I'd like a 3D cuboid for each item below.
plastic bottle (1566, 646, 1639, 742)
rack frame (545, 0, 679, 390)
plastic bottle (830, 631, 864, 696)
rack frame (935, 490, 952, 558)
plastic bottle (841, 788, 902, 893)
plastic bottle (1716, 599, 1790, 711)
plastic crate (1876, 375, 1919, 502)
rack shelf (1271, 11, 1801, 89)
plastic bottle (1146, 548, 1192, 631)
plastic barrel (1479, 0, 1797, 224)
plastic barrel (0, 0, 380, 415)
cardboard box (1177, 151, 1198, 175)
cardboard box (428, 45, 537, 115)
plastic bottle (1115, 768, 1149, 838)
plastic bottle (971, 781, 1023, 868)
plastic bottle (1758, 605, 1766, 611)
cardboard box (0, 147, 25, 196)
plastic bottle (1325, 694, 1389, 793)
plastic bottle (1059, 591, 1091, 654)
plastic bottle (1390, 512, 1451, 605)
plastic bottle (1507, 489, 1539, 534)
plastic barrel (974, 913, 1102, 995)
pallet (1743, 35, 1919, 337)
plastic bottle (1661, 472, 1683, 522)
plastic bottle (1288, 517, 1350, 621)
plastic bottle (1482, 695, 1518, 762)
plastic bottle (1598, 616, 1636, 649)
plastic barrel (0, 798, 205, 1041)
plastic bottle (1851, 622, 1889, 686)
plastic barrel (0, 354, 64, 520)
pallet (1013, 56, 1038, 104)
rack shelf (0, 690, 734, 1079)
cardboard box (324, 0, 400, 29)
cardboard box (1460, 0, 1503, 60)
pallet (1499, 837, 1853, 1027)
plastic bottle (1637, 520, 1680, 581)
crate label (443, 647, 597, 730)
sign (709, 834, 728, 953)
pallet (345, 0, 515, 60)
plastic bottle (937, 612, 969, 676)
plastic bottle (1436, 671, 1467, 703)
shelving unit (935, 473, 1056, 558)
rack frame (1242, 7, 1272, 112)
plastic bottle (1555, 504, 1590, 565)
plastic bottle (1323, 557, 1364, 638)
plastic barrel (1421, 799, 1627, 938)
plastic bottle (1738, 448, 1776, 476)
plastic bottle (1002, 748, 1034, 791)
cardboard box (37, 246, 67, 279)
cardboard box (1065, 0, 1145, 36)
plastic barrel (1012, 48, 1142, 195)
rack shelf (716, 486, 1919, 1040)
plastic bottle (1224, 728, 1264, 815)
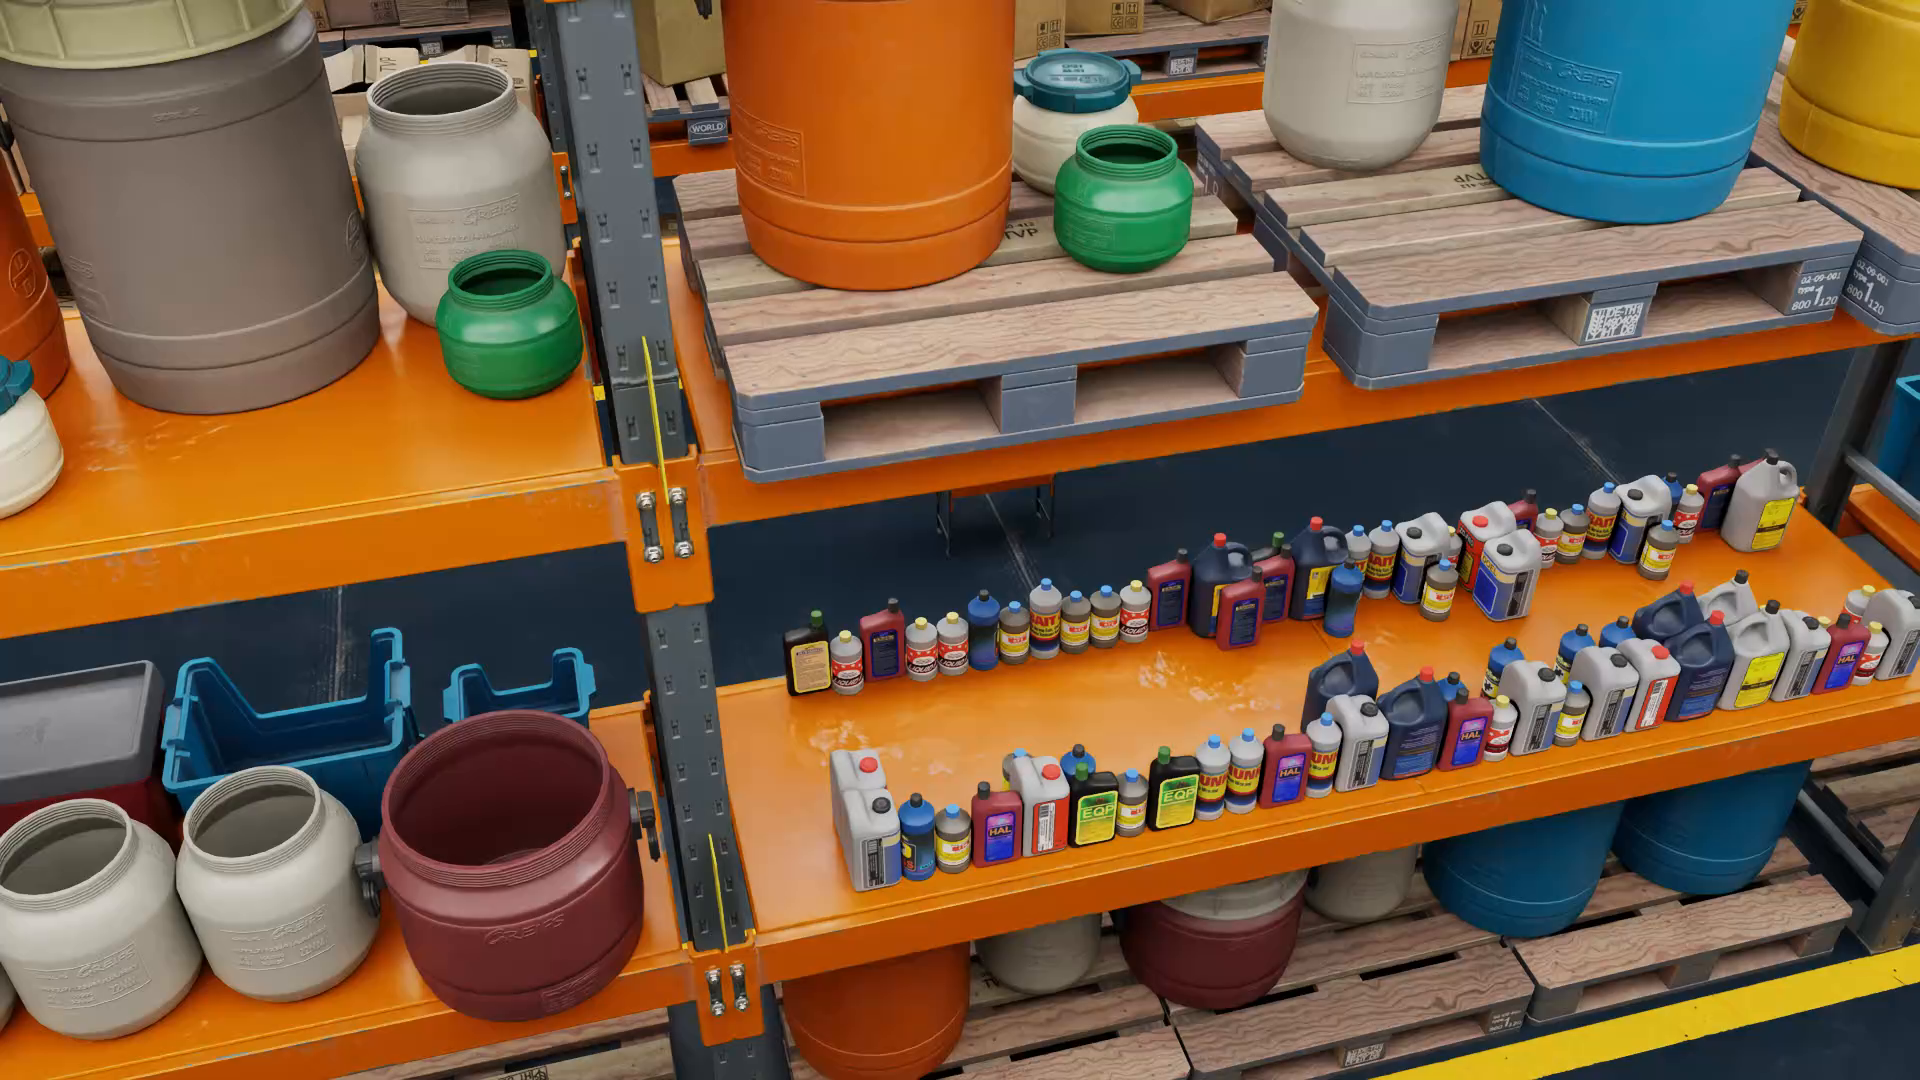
[{"bbox_3d":[1.862,0.428,4.823,0.135,0.276,0.152,-9,38,-12],"label":"plastic bottle"},{"bbox_3d":[-0.734,-1.781,2.672,0.127,3.000,1.000,-9,38,-12],"label":"rack frame"},{"bbox_3d":[-0.339,0.359,4.976,0.097,0.201,0.097,0,37,0],"label":"plastic bottle"},{"bbox_3d":[-0.076,-0.464,7.369,0.015,1.200,0.240,-9,38,-12],"label":"rack frame"},{"bbox_3d":[-0.232,0.772,4.374,0.135,0.276,0.152,-9,38,-12],"label":"plastic bottle"},{"bbox_3d":[2.325,0.325,4.897,0.185,0.351,0.144,-9,38,-12],"label":"plastic bottle"},{"bbox_3d":[3.489,-0.324,5.668,0.575,0.384,0.392,-9,38,-12],"label":"plastic crate"},{"bbox_3d":[3.770,-2.969,9.755,4.000,0.370,1.077,-9,38,-12],"label":"rack shelf"},{"bbox_3d":[0.648,0.153,5.178,0.133,0.283,0.061,-9,38,-12],"label":"plastic bottle"},{"bbox_3d":[1.519,-1.229,3.661,0.708,0.901,0.600,-9,38,-12],"label":"plastic barrel"},{"bbox_3d":[-1.584,-0.786,3.427,0.600,0.901,0.600,0,37,0],"label":"plastic barrel"},{"bbox_3d":[1.438,-1.874,9.426,0.500,0.500,0.500,-10,38,-12],"label":"cardboard box"},{"bbox_3d":[-2.385,-2.237,8.279,0.500,0.311,0.500,-7,38,-9],"label":"cardboard box"},{"bbox_3d":[0.462,0.705,4.523,0.097,0.201,0.097,0,37,0],"label":"plastic bottle"},{"bbox_3d":[0.097,0.744,4.405,0.133,0.283,0.061,-9,38,-12],"label":"plastic bottle"},{"bbox_3d":[2.428,0.287,5.070,0.097,0.201,0.097,0,37,0],"label":"plastic bottle"},{"bbox_3d":[-4.630,-1.906,7.691,0.500,0.500,0.500,-7,38,-9],"label":"cardboard box"},{"bbox_3d":[1.106,0.552,4.661,0.135,0.276,0.152,-9,38,-12],"label":"plastic bottle"},{"bbox_3d":[0.354,0.245,5.125,0.097,0.201,0.097,0,37,0],"label":"plastic bottle"},{"bbox_3d":[1.463,0.050,5.317,0.135,0.276,0.152,-9,38,-12],"label":"plastic bottle"},{"bbox_3d":[1.805,-0.037,5.426,0.133,0.283,0.061,-9,38,-12],"label":"plastic bottle"},{"bbox_3d":[0.255,1.194,5.423,0.421,0.512,0.421,0,37,0],"label":"plastic barrel"},{"bbox_3d":[2.396,-0.967,4.232,1.003,0.211,1.213,-9,38,-12],"label":"pallet"},{"bbox_3d":[2.333,-0.108,5.528,0.097,0.271,0.097,0,37,0],"label":"plastic bottle"},{"bbox_3d":[1.120,0.075,5.224,0.185,0.351,0.144,-9,38,-12],"label":"plastic bottle"},{"bbox_3d":[1.533,0.529,4.753,0.097,0.201,0.097,0,37,0],"label":"plastic bottle"},{"bbox_3d":[1.941,0.339,4.944,0.097,0.271,0.097,0,37,0],"label":"plastic bottle"},{"bbox_3d":[-2.079,0.912,3.997,0.421,0.512,0.421,0,37,0],"label":"plastic barrel"},{"bbox_3d":[2.726,0.333,5.009,0.097,0.201,0.097,0,37,0],"label":"plastic bottle"},{"bbox_3d":[-1.901,-0.197,3.183,0.301,0.262,0.301,0,37,0],"label":"plastic barrel"},{"bbox_3d":[-0.146,-2.539,8.758,1.213,0.211,1.003,-9,38,-12],"label":"pallet"},{"bbox_3d":[-2.665,1.204,4.299,4.000,0.370,1.077,-9,38,-12],"label":"rack shelf"},{"bbox_3d":[-4.526,-4.233,12.511,0.500,0.500,0.700,-9,38,-12],"label":"cardboard box"},{"bbox_3d":[2.896,-2.982,9.097,0.500,0.500,0.500,-9,38,-11],"label":"cardboard box"},{"bbox_3d":[2.371,1.173,6.042,1.213,0.211,1.003,-9,38,-12],"label":"pallet"},{"bbox_3d":[2.278,0.025,5.412,0.097,0.201,0.097,0,37,0],"label":"plastic bottle"},{"bbox_3d":[-1.239,0.515,4.746,0.416,0.233,0.303,-9,38,-12],"label":"crate label"},{"bbox_3d":[-0.584,0.858,4.025,0.005,0.325,0.100,-9,38,-12],"label":"sign"},{"bbox_3d":[-4.072,-3.979,12.778,1.213,0.211,1.003,-9,38,-12],"label":"pallet"},{"bbox_3d":[-0.022,0.307,5.044,0.097,0.201,0.097,0,37,0],"label":"plastic bottle"},{"bbox_3d":[1.388,0.487,4.751,0.097,0.271,0.097,0,37,0],"label":"plastic bottle"},{"bbox_3d":[0.160,-0.503,7.420,0.503,1.200,0.258,-9,38,-12],"label":"shelving unit"},{"bbox_3d":[1.839,-2.938,9.122,0.127,3.000,1.000,-9,38,-12],"label":"rack frame"},{"bbox_3d":[2.015,-0.028,5.481,0.097,0.201,0.097,0,37,0],"label":"plastic bottle"},{"bbox_3d":[1.194,0.170,5.165,0.097,0.271,0.097,0,37,0],"label":"plastic bottle"},{"bbox_3d":[1.914,0.823,5.587,0.708,0.901,0.600,-9,38,-12],"label":"plastic barrel"},{"bbox_3d":[2.662,-0.178,5.610,0.133,0.283,0.061,-9,38,-12],"label":"plastic bottle"},{"bbox_3d":[0.164,0.658,4.584,0.097,0.201,0.097,0,37,0],"label":"plastic bottle"},{"bbox_3d":[-4.585,-1.364,8.521,0.500,0.311,0.500,-9,38,-12],"label":"cardboard box"},{"bbox_3d":[0.676,-3.055,8.846,0.500,0.500,0.700,-4,38,-5],"label":"cardboard box"},{"bbox_3d":[0.262,-0.957,3.832,0.301,0.262,0.301,0,37,0],"label":"plastic barrel"},{"bbox_3d":[1.196,0.570,5.128,4.000,0.370,1.077,-9,38,-12],"label":"rack shelf"},{"bbox_3d":[0.779,0.625,4.570,0.097,0.271,0.097,0,37,0],"label":"plastic bottle"}]
